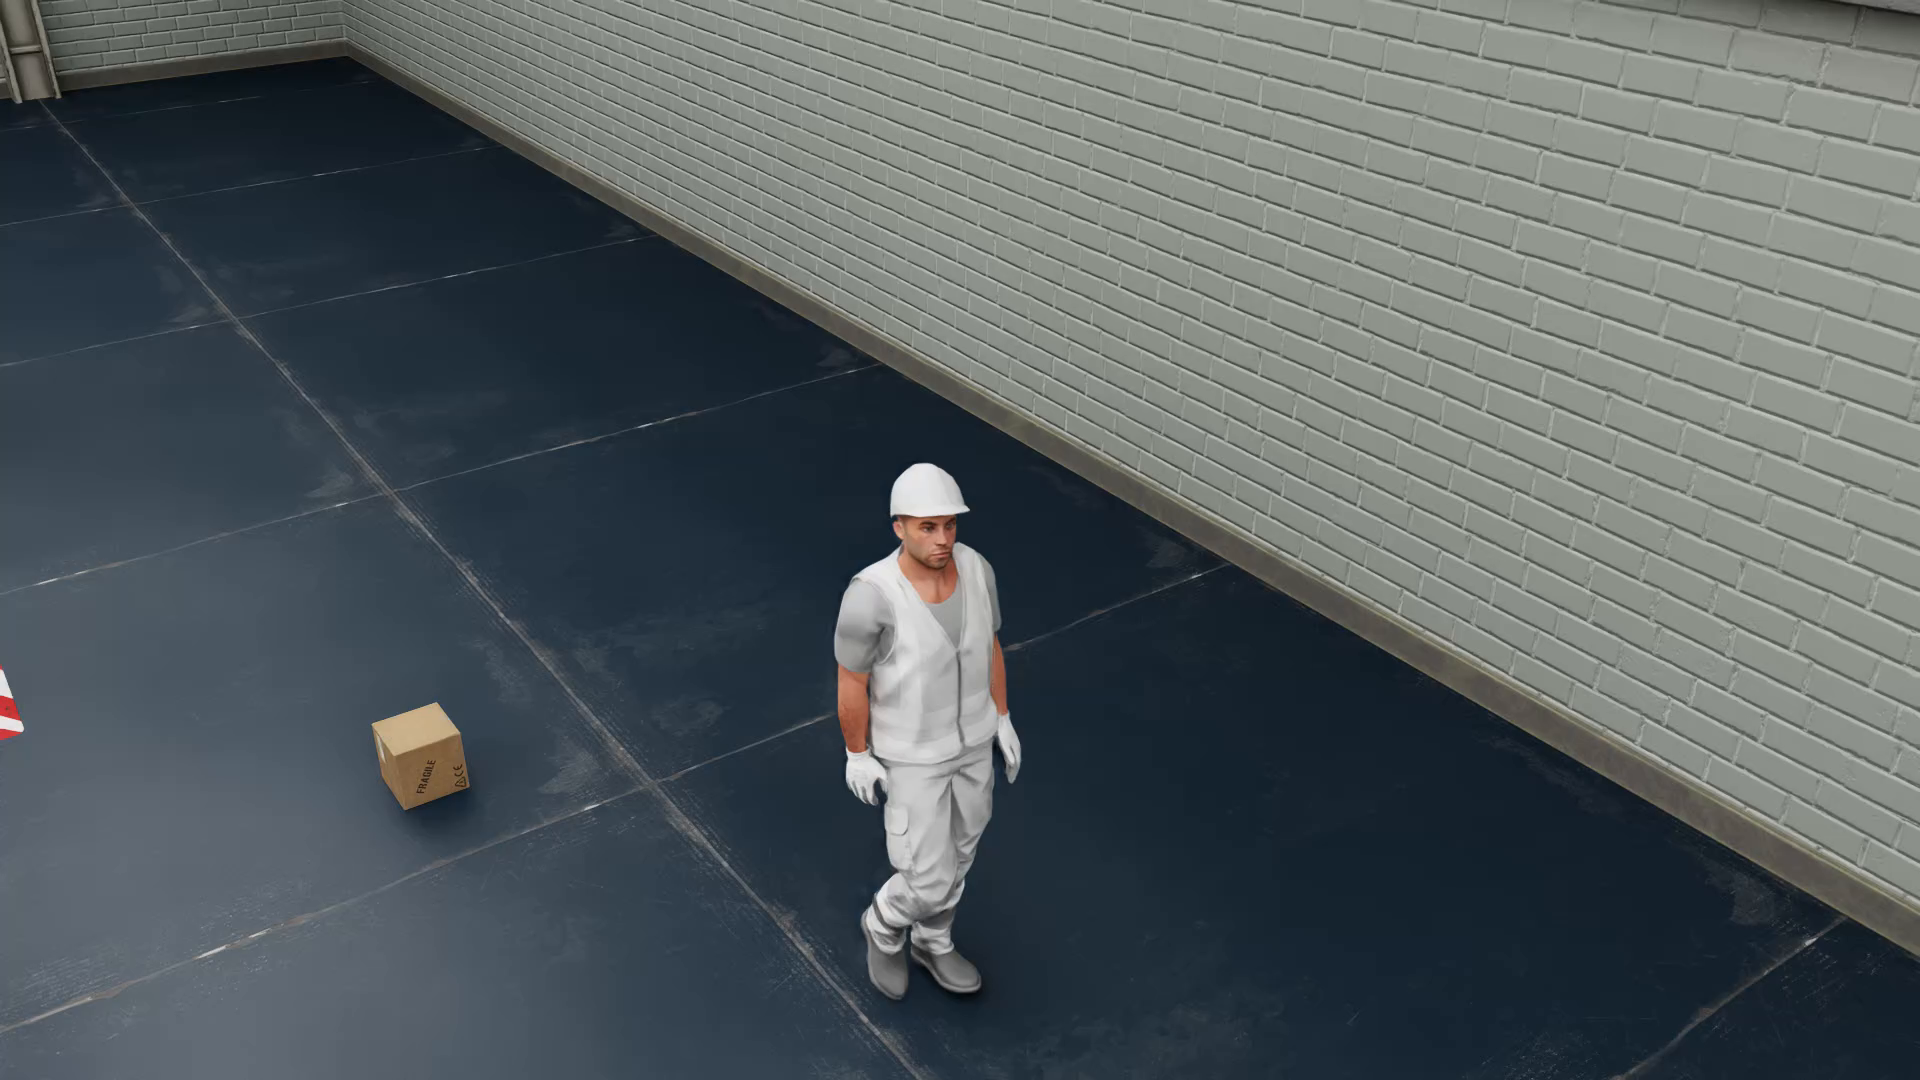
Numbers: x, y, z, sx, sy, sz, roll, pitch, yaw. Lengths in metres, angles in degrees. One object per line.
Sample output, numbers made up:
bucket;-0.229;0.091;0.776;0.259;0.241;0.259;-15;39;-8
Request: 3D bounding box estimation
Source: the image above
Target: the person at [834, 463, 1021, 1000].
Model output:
person;-0.061;0.621;4.902;0.531;1.790;0.444;-21;35;-33
